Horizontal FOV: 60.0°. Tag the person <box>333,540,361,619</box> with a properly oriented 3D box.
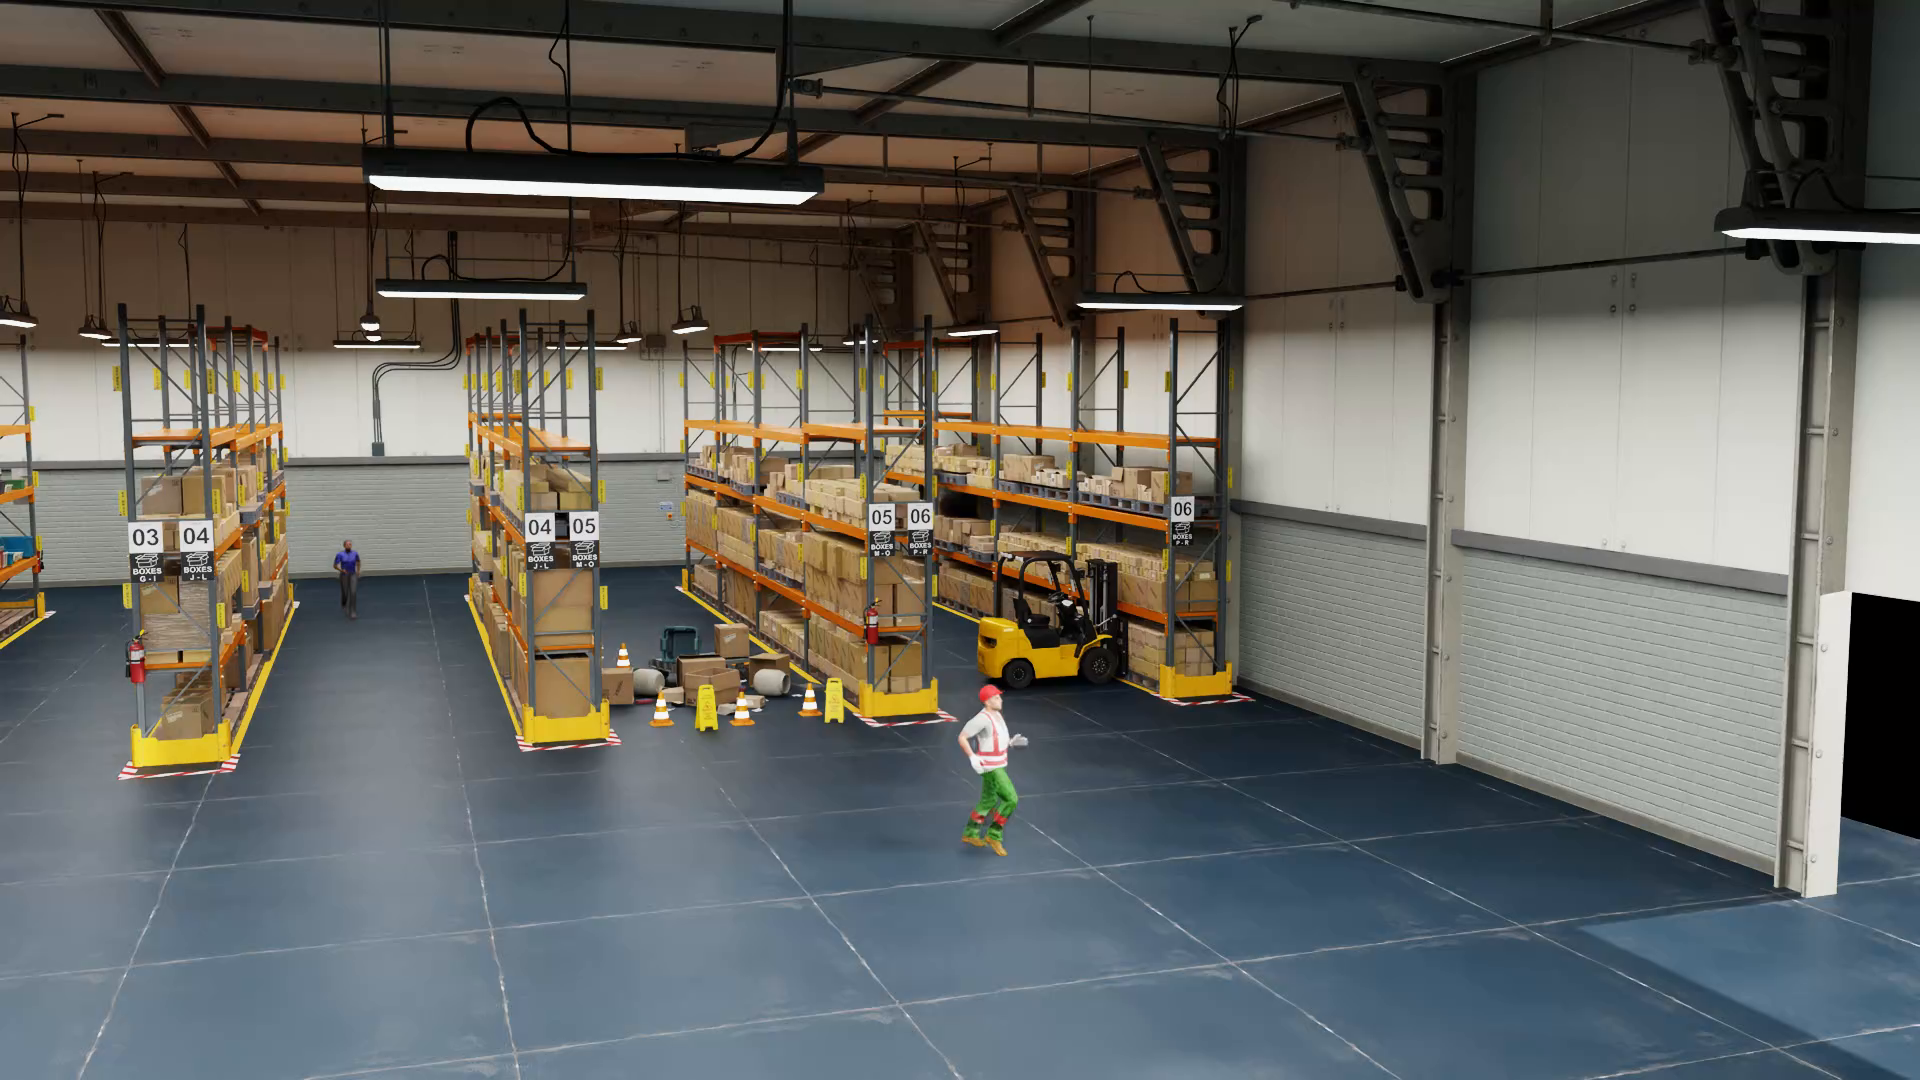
[{"bbox_3d":[-13.077,0.819,35.530,0.580,1.662,0.858,-3,6,-29],"label":"person"}]

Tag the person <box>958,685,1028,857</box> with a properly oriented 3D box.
[{"bbox_3d":[0.357,2.442,17.646,0.735,1.817,0.641,2,6,17],"label":"person"}]
